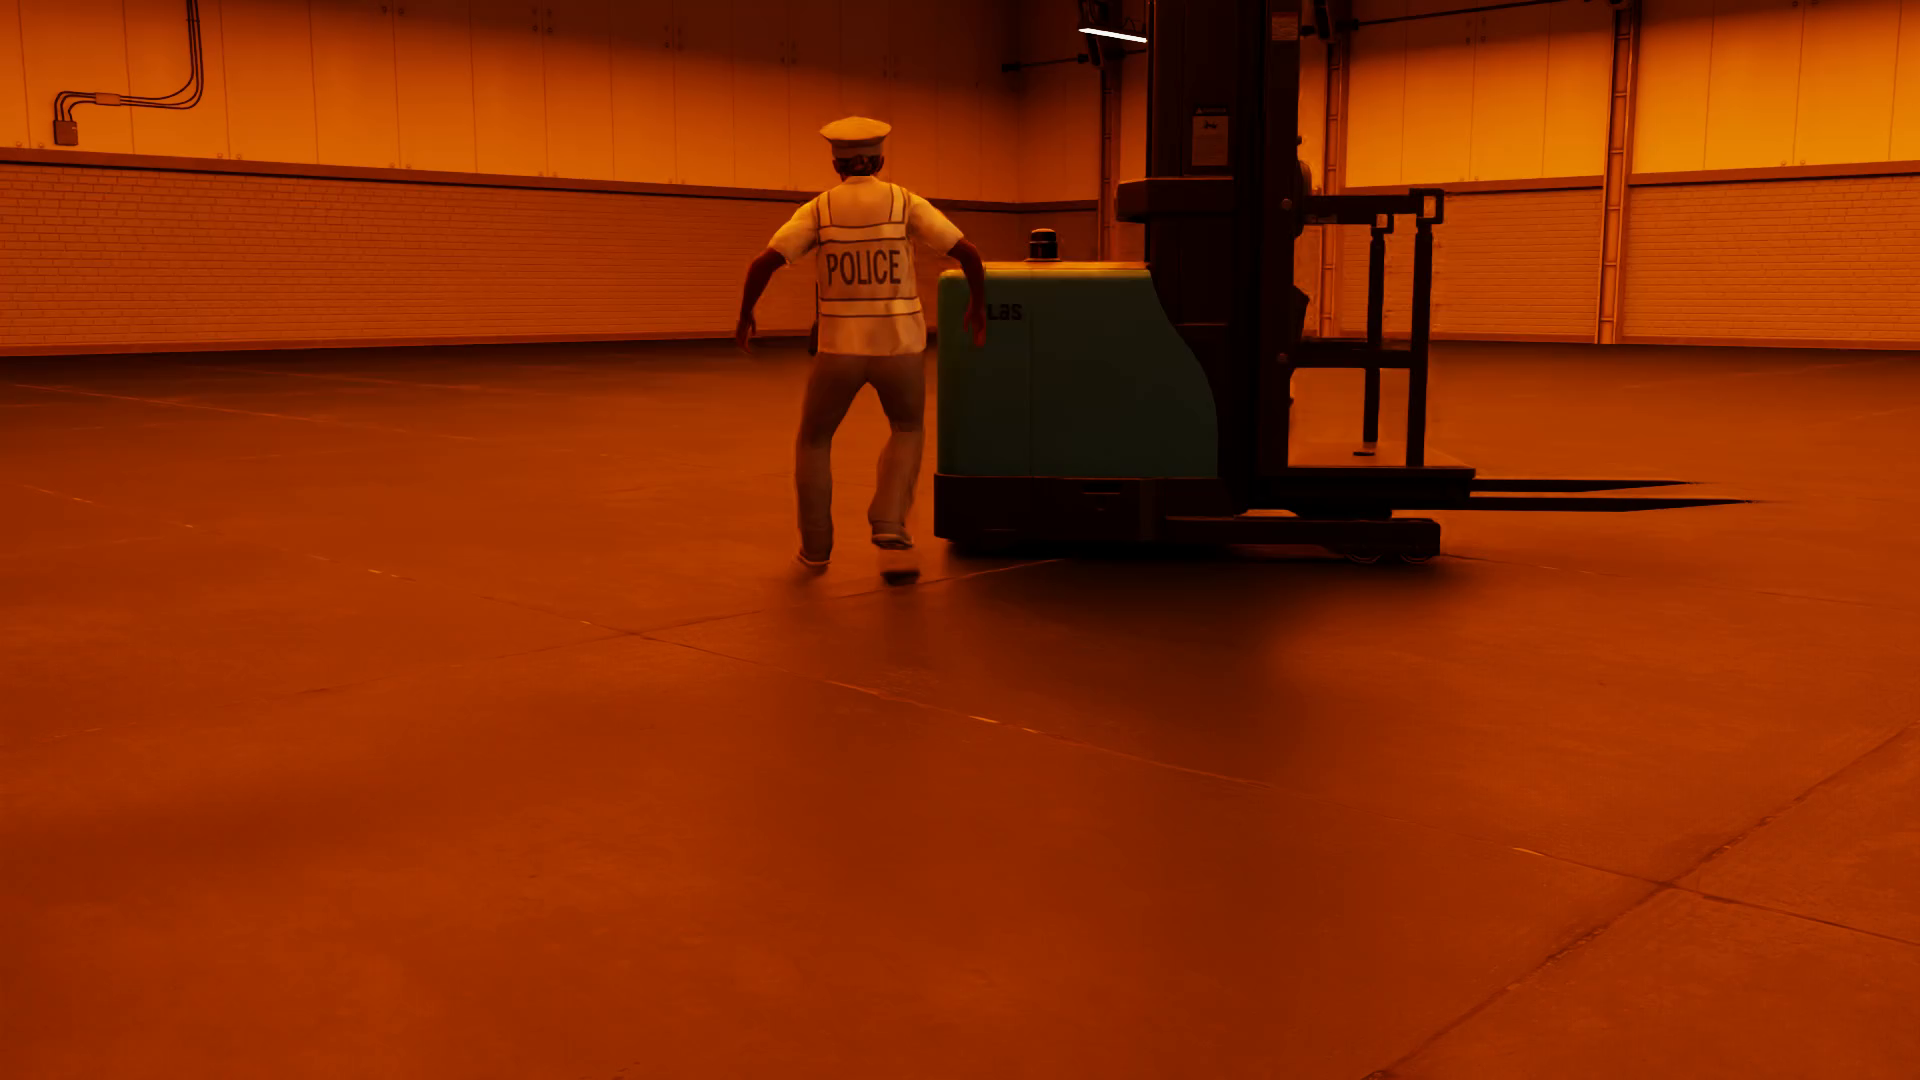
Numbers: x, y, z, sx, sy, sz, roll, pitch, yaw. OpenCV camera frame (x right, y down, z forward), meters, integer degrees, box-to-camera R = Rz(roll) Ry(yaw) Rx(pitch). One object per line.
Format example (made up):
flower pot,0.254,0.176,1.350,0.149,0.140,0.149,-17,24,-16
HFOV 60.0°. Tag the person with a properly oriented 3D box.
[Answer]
person,-0.349,-0.688,5.952,0.883,1.609,0.639,0,9,-1

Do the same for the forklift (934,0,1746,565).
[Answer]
forklift,1.444,-1.442,6.448,3.031,2.935,1.130,1,9,4
